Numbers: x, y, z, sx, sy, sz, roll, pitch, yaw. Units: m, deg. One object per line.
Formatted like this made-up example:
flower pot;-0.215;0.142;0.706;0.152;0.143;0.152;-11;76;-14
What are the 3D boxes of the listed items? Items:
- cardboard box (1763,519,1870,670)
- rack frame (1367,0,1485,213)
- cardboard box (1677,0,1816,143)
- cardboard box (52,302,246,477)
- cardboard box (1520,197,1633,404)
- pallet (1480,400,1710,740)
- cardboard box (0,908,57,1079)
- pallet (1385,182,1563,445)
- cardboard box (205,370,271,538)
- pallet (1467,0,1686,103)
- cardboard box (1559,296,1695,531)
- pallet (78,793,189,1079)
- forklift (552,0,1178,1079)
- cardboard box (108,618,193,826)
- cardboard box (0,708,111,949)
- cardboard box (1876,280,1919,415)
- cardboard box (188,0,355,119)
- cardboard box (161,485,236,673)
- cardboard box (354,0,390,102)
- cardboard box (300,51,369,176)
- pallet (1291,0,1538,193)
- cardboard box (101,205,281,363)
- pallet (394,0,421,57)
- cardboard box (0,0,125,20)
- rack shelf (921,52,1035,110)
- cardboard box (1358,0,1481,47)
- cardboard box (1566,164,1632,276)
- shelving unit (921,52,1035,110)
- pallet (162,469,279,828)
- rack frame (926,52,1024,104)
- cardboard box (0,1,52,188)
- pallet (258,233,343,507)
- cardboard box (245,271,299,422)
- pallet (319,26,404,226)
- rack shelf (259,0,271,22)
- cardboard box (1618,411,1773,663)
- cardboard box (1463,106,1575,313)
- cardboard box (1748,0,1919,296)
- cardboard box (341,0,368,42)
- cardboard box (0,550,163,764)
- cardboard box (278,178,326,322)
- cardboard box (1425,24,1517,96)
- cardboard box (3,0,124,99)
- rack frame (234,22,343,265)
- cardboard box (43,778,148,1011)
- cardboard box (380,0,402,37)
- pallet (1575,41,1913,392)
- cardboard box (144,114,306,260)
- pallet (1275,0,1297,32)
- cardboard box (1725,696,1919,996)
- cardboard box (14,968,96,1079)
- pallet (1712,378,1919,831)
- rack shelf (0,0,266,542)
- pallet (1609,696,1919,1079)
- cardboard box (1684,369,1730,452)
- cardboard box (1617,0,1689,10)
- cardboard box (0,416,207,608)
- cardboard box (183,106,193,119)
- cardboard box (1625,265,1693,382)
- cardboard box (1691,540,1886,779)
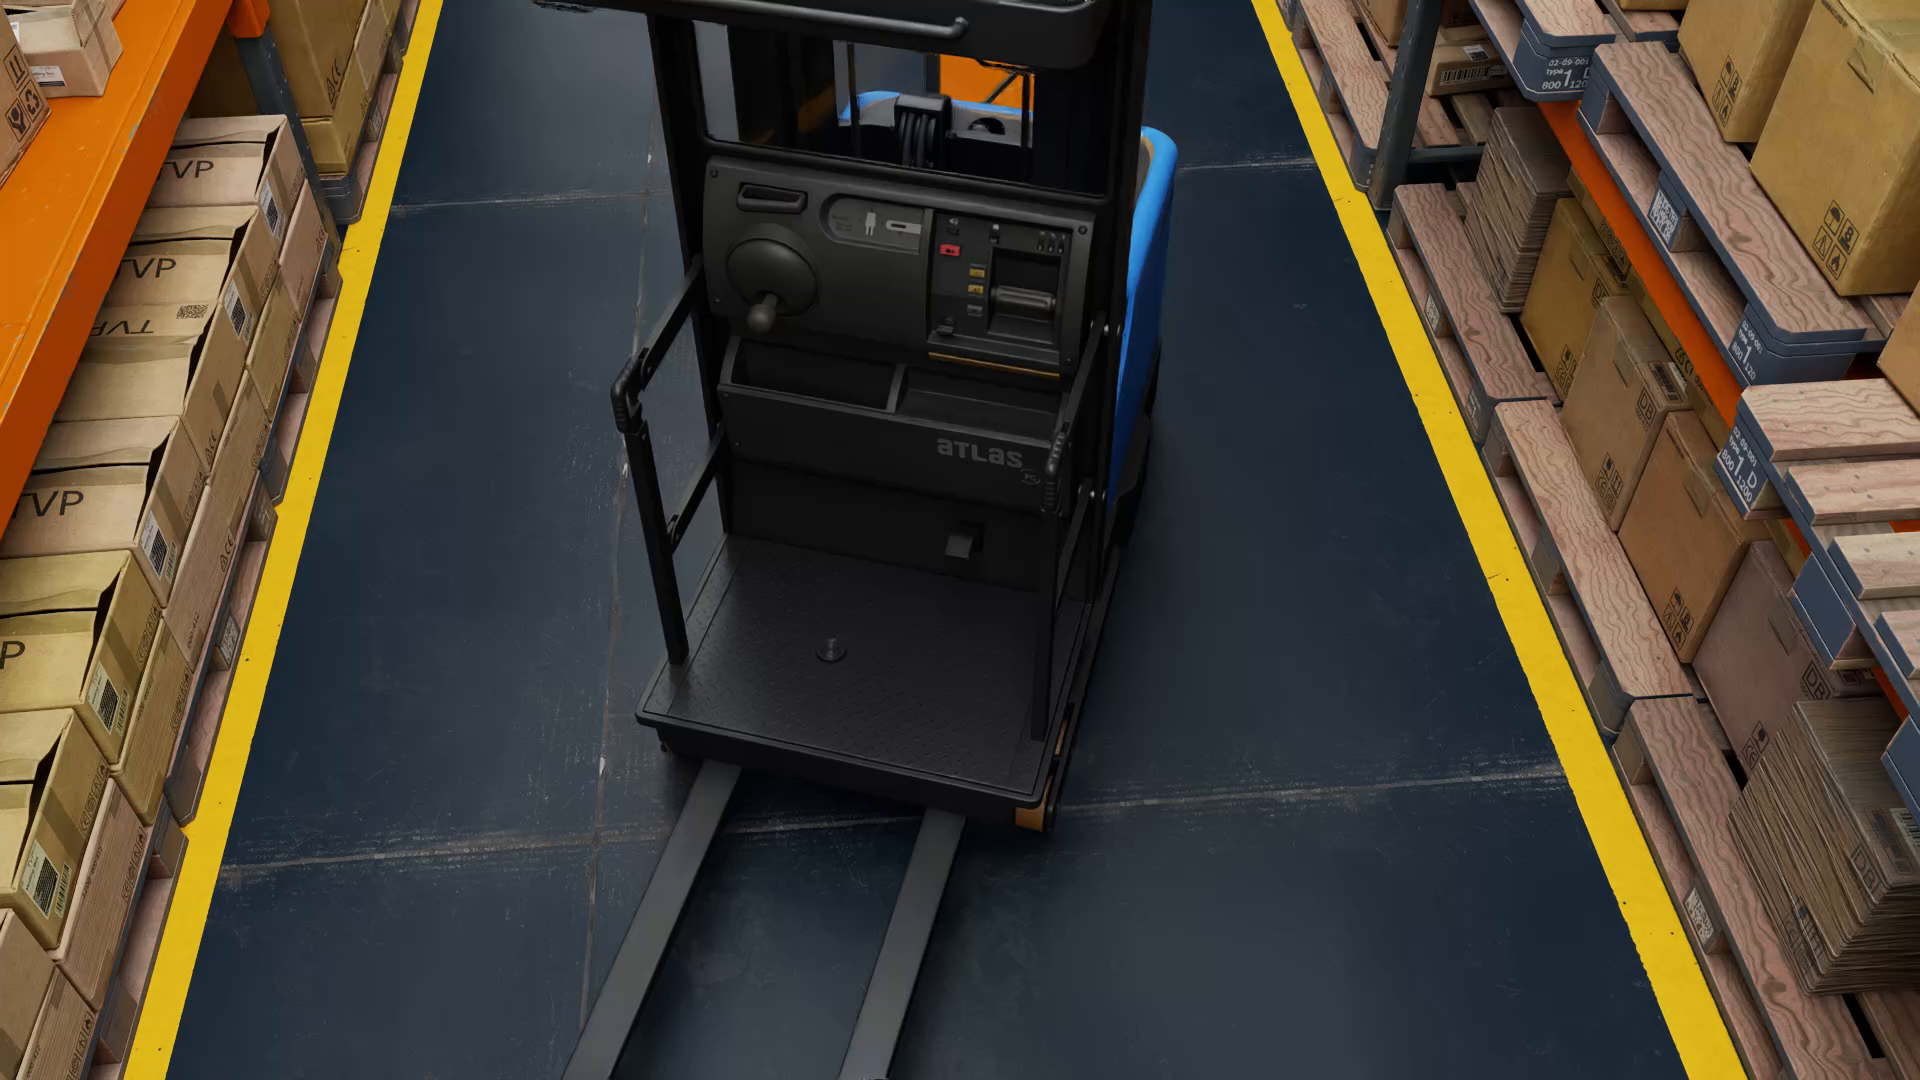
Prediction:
cardboard box;2.339;0.036;4.053;0.500;0.250;0.500;-3;47;-3
rack frame;2.102;-2.375;5.433;1.000;3.000;0.127;-3;47;-3
cardboard box;2.237;-1.311;4.054;0.700;0.500;0.500;2;47;2
cardboard box;-2.425;-0.450;4.829;0.500;0.311;0.500;-4;47;-3
cardboard box;2.274;-0.764;5.327;0.700;0.500;0.500;-4;47;-4
pallet;2.274;0.032;5.074;1.003;0.211;1.213;-3;47;-3
cardboard box;-2.250;1.034;3.423;0.500;0.311;0.500;-2;47;-2
pallet;2.169;-0.853;5.912;1.003;0.211;1.213;-3;47;-3
cardboard box;-2.426;-0.251;5.027;0.500;0.250;0.500;-3;47;-2
pallet;2.021;-1.747;4.971;1.003;0.211;1.213;-3;47;-3
cardboard box;2.276;-0.393;4.975;0.700;0.500;0.500;-3;47;-3
pallet;-2.529;1.184;3.983;1.003;0.211;1.213;-3;47;-3
forklift;-0.207;-0.541;3.744;1.130;2.935;3.031;11;48;10
cardboard box;-2.343;0.488;4.327;0.500;0.250;0.500;-5;47;-4
cardboard box;-2.303;0.655;3.782;0.500;0.311;0.500;-5;47;-4
cardboard box;2.314;-0.409;3.199;0.700;0.500;0.500;-7;47;-7
cardboard box;-2.561;-1.882;6.055;0.500;0.500;0.500;-3;47;-3
cardboard box;-2.385;0.117;4.678;0.500;0.250;0.500;-3;47;-2
cardboard box;-2.607;-1.986;6.670;0.500;0.250;0.500;-3;47;-3
cardboard box;-2.571;-1.624;6.327;0.500;0.250;0.500;-3;47;-3
pallet;2.011;-1.900;6.904;1.003;0.211;1.213;-3;47;-3
cardboard box;-2.464;-0.811;5.171;0.500;0.311;0.500;-2;47;-2
pallet;-2.964;-2.575;7.543;1.003;0.211;1.213;-3;47;-3
cardboard box;-2.749;-1.666;4.865;0.500;0.250;0.500;-1;47;-1
rack shelf;0.136;-1.453;5.841;0.538;0.185;1.000;-1;47;-1
cardboard box;1.975;-2.415;6.890;0.500;0.500;0.500;-7;47;-6
cardboard box;2.221;-1.075;5.104;0.500;0.250;0.500;-4;47;-4
shelving unit;0.136;-1.570;5.704;0.587;1.500;1.083;-1;47;-1
pallet;-2.628;0.303;4.817;1.003;0.211;1.213;-3;47;-3
rack frame;0.147;-1.208;5.361;0.500;1.500;0.032;-1;47;-1
cardboard box;-2.742;-1.168;4.221;0.500;0.500;0.500;0;47;0
pallet;-2.733;-0.582;5.655;1.003;0.211;1.213;-3;47;-3
cardboard box;-2.470;-0.622;5.377;0.500;0.250;0.500;-4;47;-4
pallet;-2.859;-1.690;6.705;1.003;0.211;1.213;-3;47;-3
rack shelf;-3.001;-3.271;6.777;1.077;0.370;4.000;-3;47;-3
cardboard box;2.328;-0.028;4.629;0.700;0.500;0.500;-4;47;-4
cardboard box;2.180;-1.135;5.678;0.700;0.500;0.500;-2;47;-2
cardboard box;2.261;-0.906;3.670;0.700;0.500;0.500;-3;47;-3
cardboard box;-2.610;-2.244;6.397;0.500;0.500;0.500;-3;47;-3
cardboard box;-2.343;0.286;4.132;0.500;0.311;0.500;-5;47;-4
cardboard box;-2.510;-0.988;5.724;0.500;0.250;0.500;-4;47;-4
cardboard box;2.027;-1.937;6.667;0.380;0.166;0.250;-9;47;-8
cardboard box;-2.577;-1.400;4.602;0.396;0.266;0.258;-5;47;-4
rack frame;-2.834;-2.071;5.146;1.000;3.000;0.127;-3;47;-3
cardboard box;-2.293;0.864;3.971;0.500;0.250;0.500;-5;47;-4
cardboard box;-2.644;-2.348;7.012;0.500;0.250;0.500;-3;47;-3
pallet;2.230;-0.845;4.116;1.003;0.211;1.213;-3;47;-3
cardboard box;-2.514;-1.187;5.527;0.500;0.311;0.500;-3;47;-3
pallet;1.905;-2.785;7.742;1.003;0.211;1.213;-3;47;-3
cardboard box;2.325;0.710;3.931;0.700;0.500;0.500;-3;47;-3
cardboard box;-2.250;1.227;3.626;0.500;0.250;0.500;-4;47;-3
pallet;2.271;0.076;3.244;1.213;0.211;1.003;-3;47;-3
rack shelf;-2.666;-0.377;4.036;1.077;0.370;4.000;-3;47;-3
pallet;2.373;0.913;4.240;1.003;0.211;1.213;-3;47;-3
cardboard box;2.291;-0.336;4.405;0.500;0.250;0.500;-4;47;-3
cardboard box;2.150;-1.786;4.503;0.700;0.500;0.500;1;47;1
cardboard box;-2.387;-0.086;4.484;0.500;0.311;0.500;-4;47;-4
cardboard box;-3.090;-1.592;6.297;0.500;0.250;0.500;-3;47;-3
cardboard box;2.268;-0.698;4.748;0.500;0.250;0.500;-5;47;-4
cardboard box;2.397;0.330;4.290;0.700;0.500;0.500;-4;47;-3
